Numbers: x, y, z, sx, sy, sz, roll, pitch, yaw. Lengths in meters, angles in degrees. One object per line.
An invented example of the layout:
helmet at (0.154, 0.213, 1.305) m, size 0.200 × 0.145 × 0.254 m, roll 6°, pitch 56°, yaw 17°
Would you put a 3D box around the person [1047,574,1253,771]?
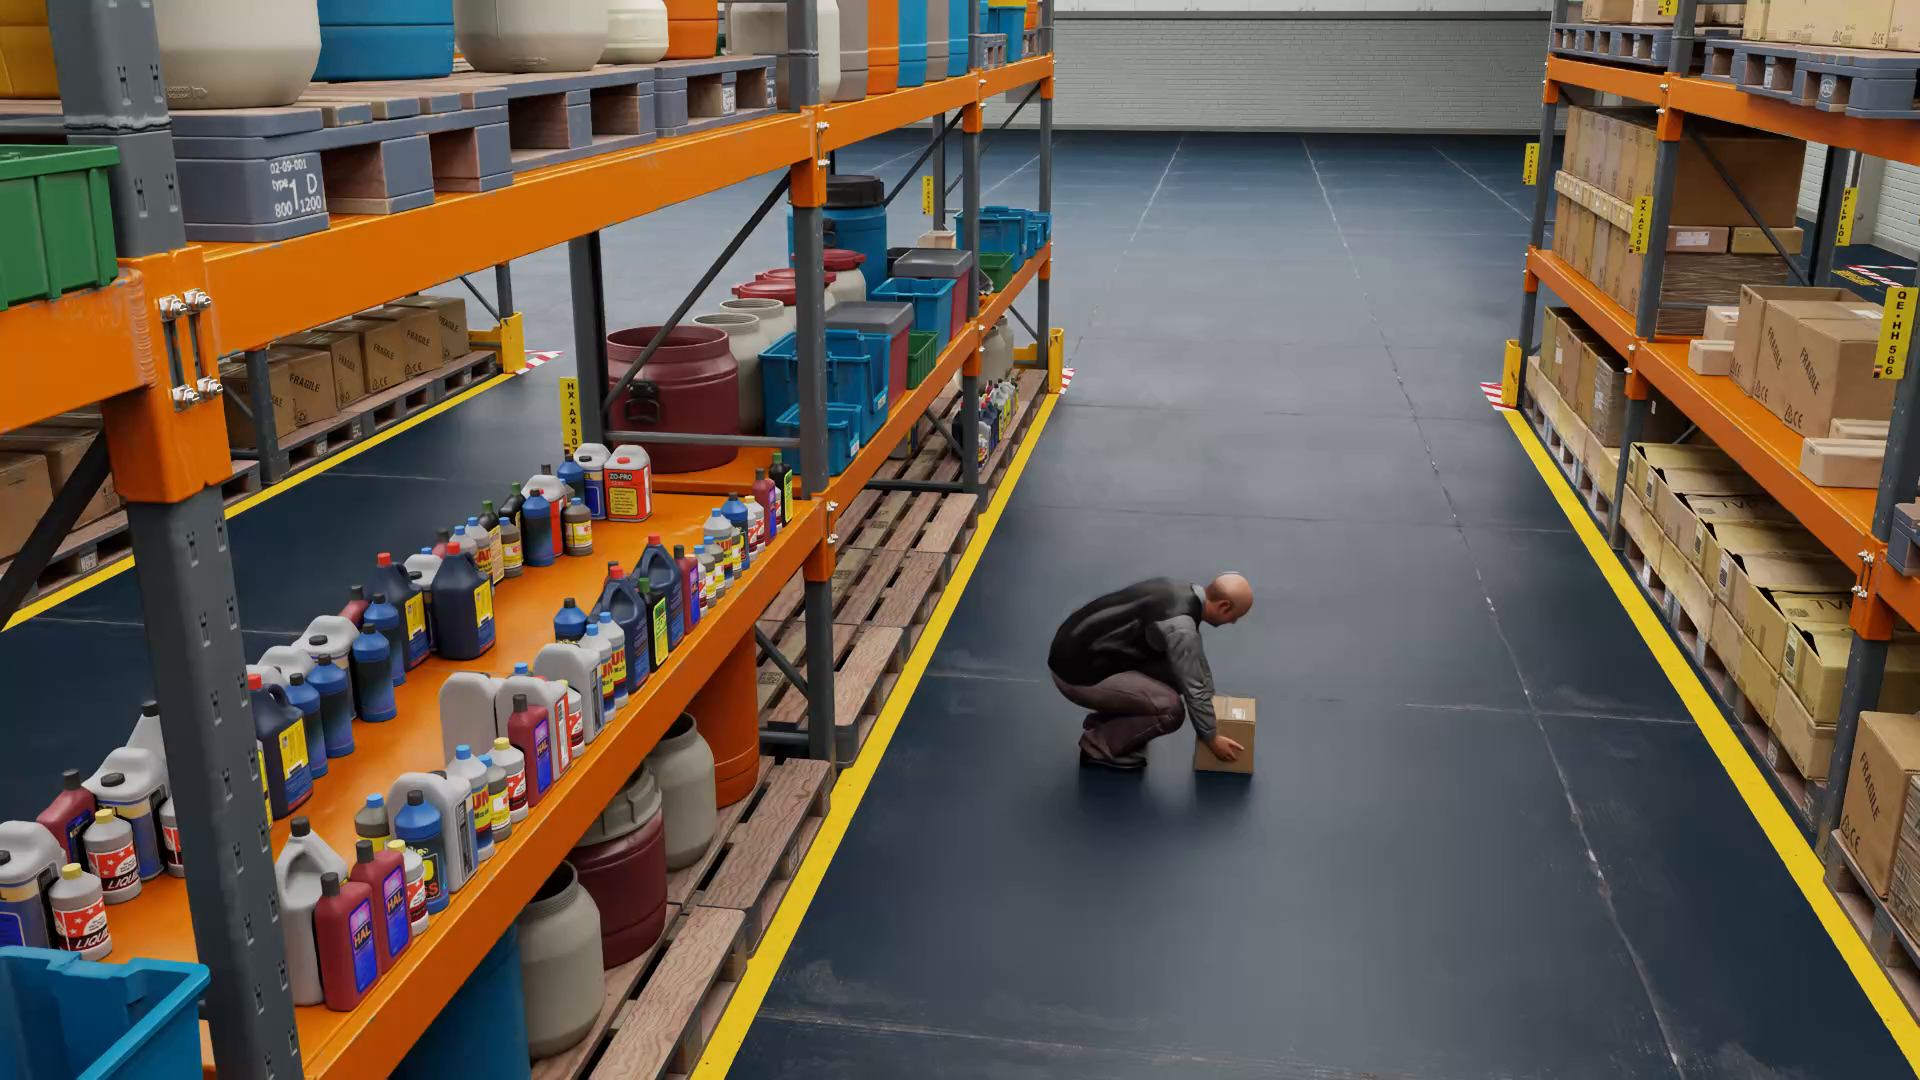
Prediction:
person at (0.828, 0.554, 7.304) m, size 0.873 × 0.851 × 0.532 m, roll 3°, pitch 18°, yaw 9°
